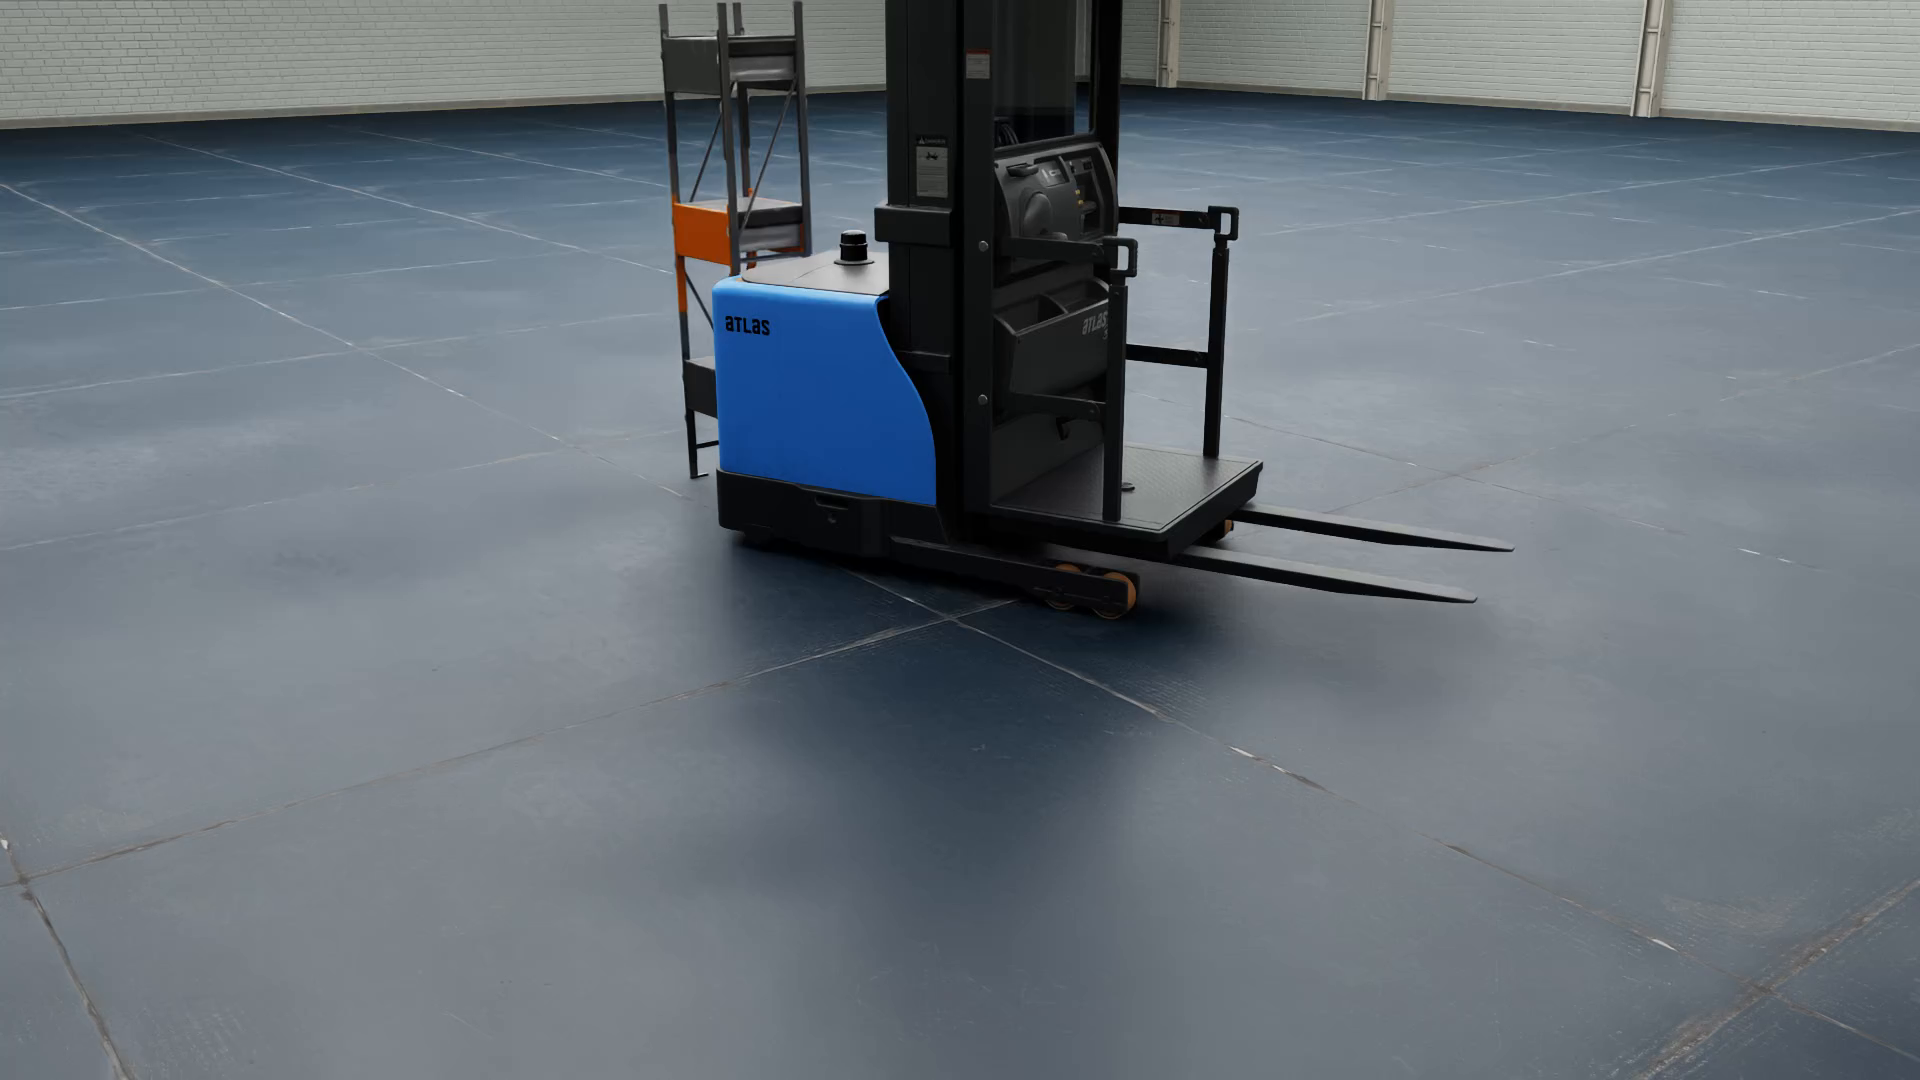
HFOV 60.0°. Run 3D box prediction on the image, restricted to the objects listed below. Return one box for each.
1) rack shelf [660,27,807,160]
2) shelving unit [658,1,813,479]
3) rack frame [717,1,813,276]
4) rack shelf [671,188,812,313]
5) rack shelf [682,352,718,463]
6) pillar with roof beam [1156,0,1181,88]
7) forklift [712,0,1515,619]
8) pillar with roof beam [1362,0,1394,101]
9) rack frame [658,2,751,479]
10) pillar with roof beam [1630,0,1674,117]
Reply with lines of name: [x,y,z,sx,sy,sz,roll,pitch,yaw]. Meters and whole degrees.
rack shelf: [-0.967,-1.920,7.122,0.431,0.518,0.480,-14,22,-36]
shelving unit: [-0.957,-1.267,7.334,0.431,2.100,0.503,-14,22,-36]
rack frame: [-0.806,-1.210,7.151,0.400,2.100,0.015,-14,22,-36]
rack shelf: [-0.957,-1.254,7.338,0.431,0.518,0.480,-14,22,-36]
rack shelf: [-0.947,-0.589,7.555,0.431,0.518,0.480,-14,22,-36]
pillar with roof beam: [1.434,-13.977,34.757,9.100,9.000,0.400,-14,23,-36]
forklift: [0.547,-1.296,6.114,3.031,2.935,1.130,10,21,27]
pillar with roof beam: [5.159,-12.499,30.292,9.100,9.000,0.400,-14,23,-36]
rack frame: [-1.108,-1.325,7.517,0.400,2.100,0.015,-14,22,-36]
pillar with roof beam: [8.884,-11.020,25.827,9.100,9.000,0.400,-14,23,-36]
